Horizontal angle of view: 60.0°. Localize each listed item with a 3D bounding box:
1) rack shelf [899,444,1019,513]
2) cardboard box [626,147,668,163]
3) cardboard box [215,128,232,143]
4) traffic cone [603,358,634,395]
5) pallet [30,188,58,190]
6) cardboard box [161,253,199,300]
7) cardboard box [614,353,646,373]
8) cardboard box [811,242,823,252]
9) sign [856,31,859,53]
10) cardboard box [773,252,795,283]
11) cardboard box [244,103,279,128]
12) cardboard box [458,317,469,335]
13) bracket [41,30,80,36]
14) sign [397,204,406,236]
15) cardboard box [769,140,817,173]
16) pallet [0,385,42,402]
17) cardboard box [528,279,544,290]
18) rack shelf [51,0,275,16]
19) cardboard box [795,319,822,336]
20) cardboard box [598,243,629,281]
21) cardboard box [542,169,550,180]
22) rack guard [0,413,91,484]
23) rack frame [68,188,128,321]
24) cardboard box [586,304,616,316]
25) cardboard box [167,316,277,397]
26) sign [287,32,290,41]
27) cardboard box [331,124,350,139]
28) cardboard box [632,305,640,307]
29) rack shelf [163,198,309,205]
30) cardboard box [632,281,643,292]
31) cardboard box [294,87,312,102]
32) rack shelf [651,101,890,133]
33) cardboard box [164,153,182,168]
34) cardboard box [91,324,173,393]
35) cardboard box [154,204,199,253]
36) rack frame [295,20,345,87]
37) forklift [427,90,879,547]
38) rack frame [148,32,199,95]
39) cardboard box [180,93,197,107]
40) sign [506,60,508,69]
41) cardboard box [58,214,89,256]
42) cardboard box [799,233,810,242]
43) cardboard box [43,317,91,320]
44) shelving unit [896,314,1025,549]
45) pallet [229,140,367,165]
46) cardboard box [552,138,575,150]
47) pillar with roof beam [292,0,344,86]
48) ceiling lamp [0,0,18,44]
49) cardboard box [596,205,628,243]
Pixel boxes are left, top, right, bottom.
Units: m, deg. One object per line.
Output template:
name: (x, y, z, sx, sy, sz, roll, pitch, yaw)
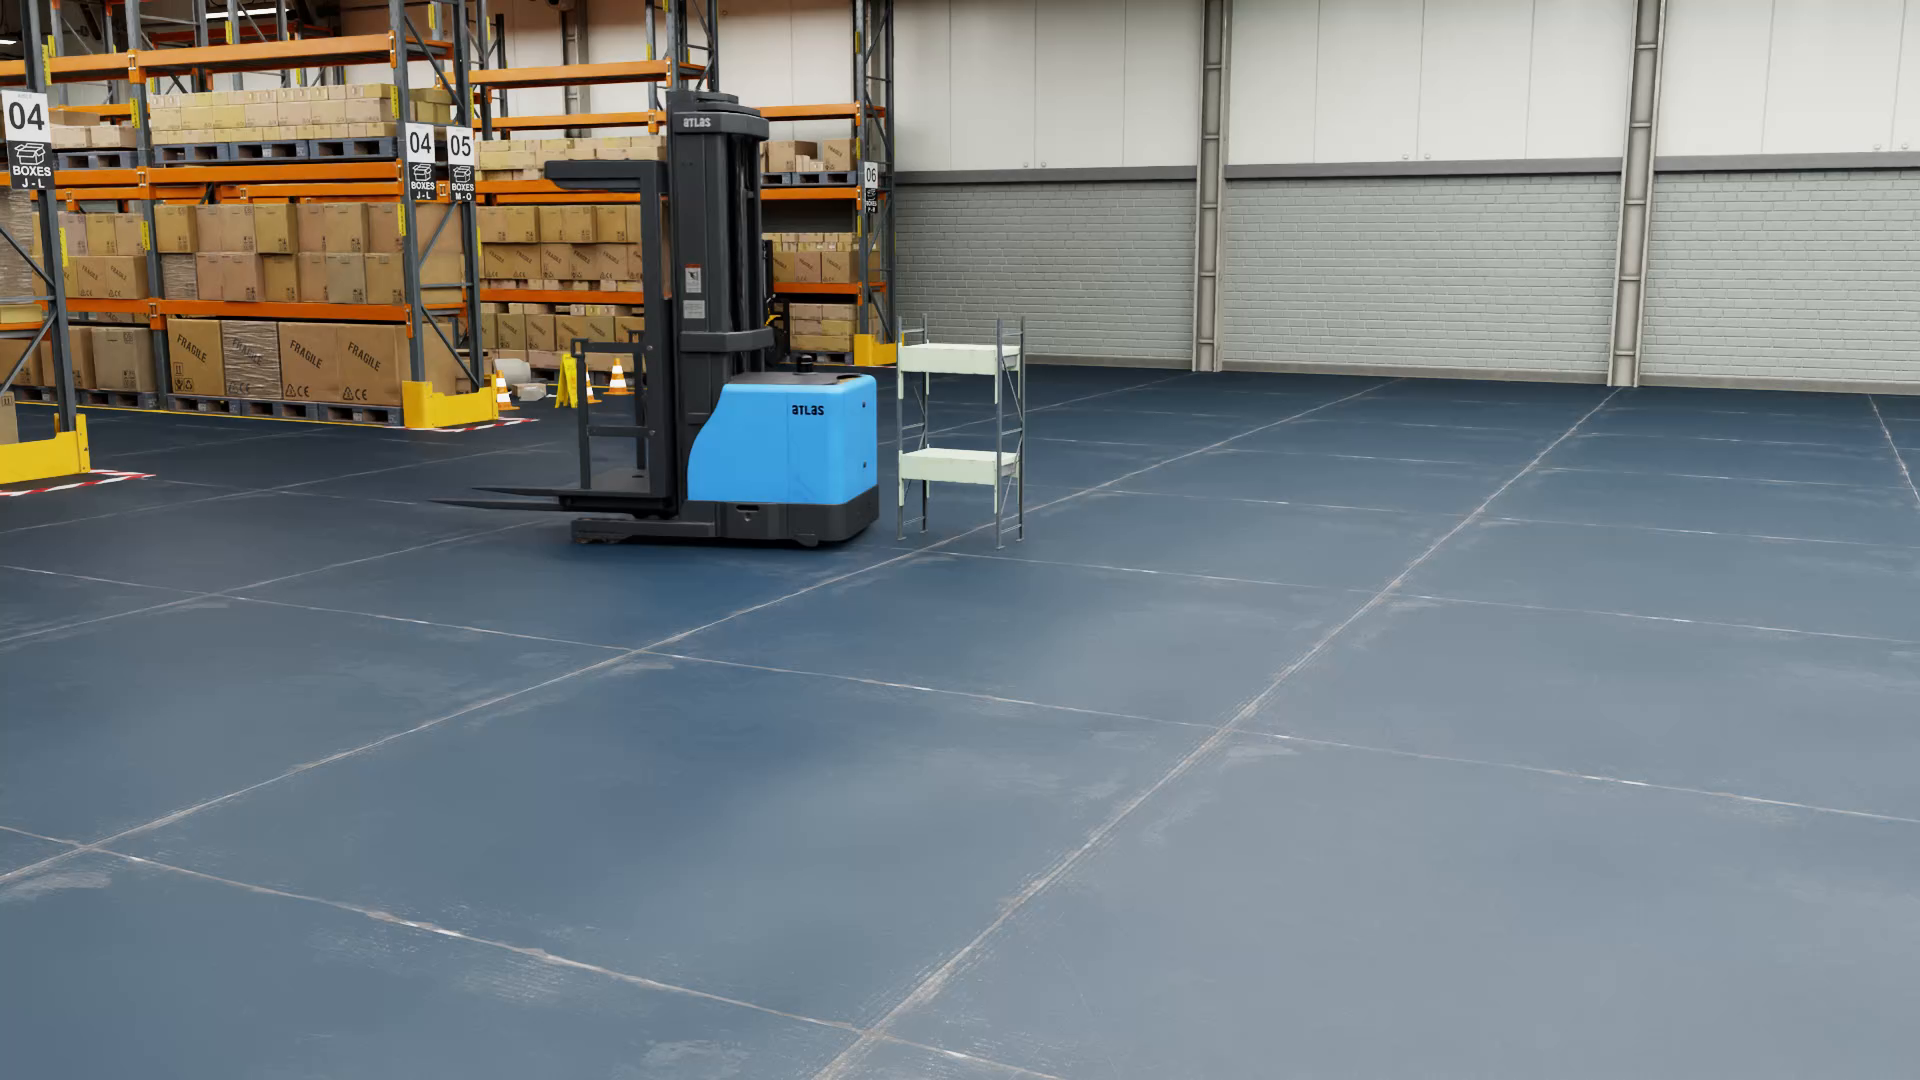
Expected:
rack shelf: (0.006, -0.417, 11.152, 0.720, 0.370, 0.431, 5, 11, 26)
cardboard box: (-4.109, -5.117, 22.246, 0.500, 0.250, 0.500, 5, 11, 25)
cardboard box: (-8.129, -4.534, 18.680, 0.250, 0.149, 0.380, 5, 11, 25)
traffic cone: (-4.488, -2.151, 21.816, 0.334, 0.463, 0.336, 5, 11, 26)
pallet: (-16.112, -6.112, 28.405, 1.213, 0.211, 1.003, 5, 11, 26)
cardboard box: (-8.882, -3.135, 19.707, 0.550, 0.550, 0.875, 5, 11, 26)
cardboard box: (-4.397, -2.448, 22.874, 0.500, 0.250, 0.500, 5, 11, 26)
cardboard box: (-2.221, -4.761, 27.012, 0.250, 0.149, 0.380, 5, 12, 27)
sign: (-1.591, -7.730, 25.826, 0.005, 0.325, 0.100, 5, 11, 26)
cardboard box: (-2.817, -4.493, 27.354, 0.500, 0.500, 0.500, 5, 11, 25)
cardboard box: (-7.543, -4.690, 18.427, 0.500, 0.250, 0.500, 5, 11, 26)
cardboard box: (-8.987, -3.971, 30.586, 0.500, 0.500, 0.500, 5, 12, 27)
bracket: (-20.741, -10.901, 36.088, 5.218, 0.066, 0.076, 5, 11, 26)
sign: (-5.883, -3.374, 17.532, 0.005, 0.325, 0.100, 5, 11, 26)
cardboard box: (-2.717, -6.238, 27.113, 0.500, 0.500, 0.700, 5, 11, 26)
pallet: (-12.131, -1.957, 21.451, 1.213, 0.211, 1.003, 5, 11, 26)
cardboard box: (-5.835, -3.585, 23.320, 0.250, 0.149, 0.380, 5, 11, 26)
rack shelf: (-12.499, -8.593, 26.129, 4.000, 0.370, 1.077, 5, 11, 26)
cardboard box: (-2.358, -3.494, 27.250, 0.500, 0.250, 0.500, 5, 11, 25)
cardboard box: (-4.587, -3.806, 22.721, 0.500, 0.500, 0.500, 5, 11, 26)
cardboard box: (-5.563, -5.054, 23.013, 0.250, 0.149, 0.380, 5, 11, 26)
rack guard: (-7.984, -0.765, 14.052, 0.348, 0.500, 1.175, 5, 11, 26)
rack frame: (-14.293, -4.517, 27.766, 0.127, 3.000, 1.000, 5, 11, 26)
cardboard box: (-4.948, -3.173, 22.956, 0.250, 0.149, 0.380, 5, 12, 27)
cardboard box: (-8.685, -2.189, 19.687, 0.875, 0.875, 0.875, 5, 11, 27)
sign: (-10.474, -7.740, 25.883, 0.005, 0.325, 0.100, 5, 11, 26)
cardboard box: (-6.535, -4.393, 17.906, 0.250, 0.149, 0.380, 5, 11, 27)
cardboard box: (-6.091, -3.820, 29.401, 0.625, 0.625, 0.875, 5, 11, 25)
rack shelf: (-13.893, -6.590, 32.816, 4.000, 0.370, 1.077, 5, 11, 26)
cardboard box: (-4.238, -3.445, 22.550, 0.250, 0.149, 0.380, 5, 11, 25)
cardboard box: (-6.992, -4.826, 18.057, 0.250, 0.149, 0.380, 5, 11, 26)
rack shelf: (-3.132, -6.923, 27.360, 4.000, 0.370, 1.077, 5, 11, 26)
cardboard box: (-12.414, -6.026, 26.223, 0.500, 0.500, 0.500, 5, 11, 26)
cardboard box: (-9.814, -2.222, 20.225, 0.750, 0.750, 1.050, 5, 11, 26)
cardboard box: (-8.902, -3.659, 19.570, 0.550, 0.550, 0.875, 5, 11, 26)
rack frame: (-12.100, -8.262, 31.614, 0.127, 3.000, 1.000, 5, 11, 26)
forklift: (-2.136, -1.504, 11.310, 3.031, 2.935, 1.130, 2, 10, 11)
rack frame: (-15.687, -8.577, 33.355, 0.127, 3.000, 1.000, 5, 11, 26)
cardboard box: (-8.586, -4.966, 18.830, 0.250, 0.149, 0.380, 5, 11, 25)
sign: (-8.270, -8.573, 30.266, 0.005, 0.325, 0.100, 5, 11, 26)
cardboard box: (-10.581, -3.748, 20.426, 0.500, 0.500, 0.700, 5, 11, 26)
cardboard box: (-2.425, -4.936, 27.144, 0.250, 0.149, 0.380, 5, 11, 26)
cardboard box: (-15.611, -3.600, 28.714, 0.875, 0.438, 0.875, 5, 11, 24)
shelving unit: (0.006, -0.737, 11.094, 0.755, 1.500, 0.431, 5, 11, 26)
pallet: (-7.399, -4.358, 18.714, 1.213, 0.211, 1.003, 5, 11, 26)
cardboard box: (-5.355, -5.411, 22.750, 0.250, 0.149, 0.380, 5, 12, 27)
pillar with roof beam: (-14.230, -7.773, 28.913, 0.548, 9.000, 9.100, 5, 11, 26)
ceiling lamp: (-19.121, -11.289, 31.948, 0.800, 3.185, 2.000, 5, 11, 26)
cardboard box: (-4.536, -4.306, 22.674, 0.500, 0.500, 0.700, 5, 11, 26)
